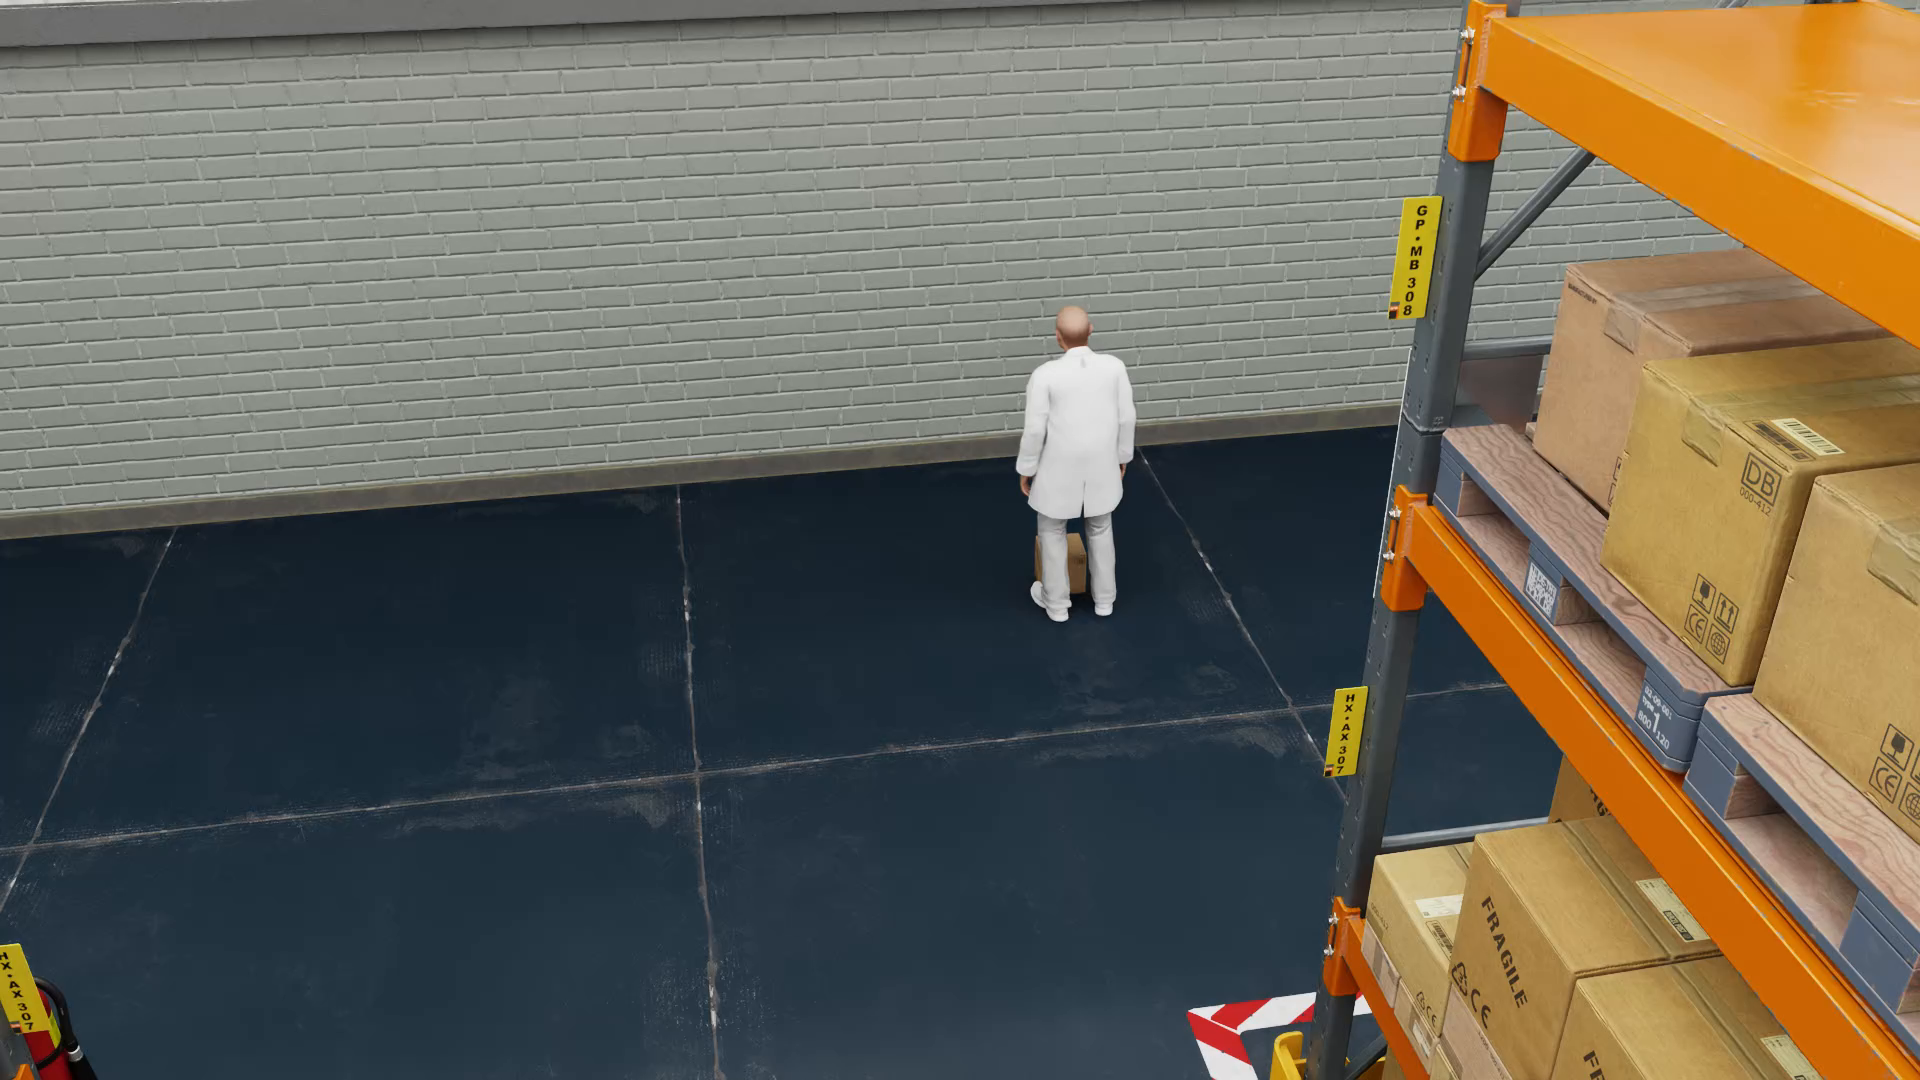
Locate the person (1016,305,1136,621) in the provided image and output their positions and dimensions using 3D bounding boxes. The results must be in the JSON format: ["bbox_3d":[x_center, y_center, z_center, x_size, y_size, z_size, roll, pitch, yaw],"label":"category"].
[{"bbox_3d":[0.608,-0.395,8.835,0.648,1.772,0.429,-7,31,-12],"label":"person"}]
